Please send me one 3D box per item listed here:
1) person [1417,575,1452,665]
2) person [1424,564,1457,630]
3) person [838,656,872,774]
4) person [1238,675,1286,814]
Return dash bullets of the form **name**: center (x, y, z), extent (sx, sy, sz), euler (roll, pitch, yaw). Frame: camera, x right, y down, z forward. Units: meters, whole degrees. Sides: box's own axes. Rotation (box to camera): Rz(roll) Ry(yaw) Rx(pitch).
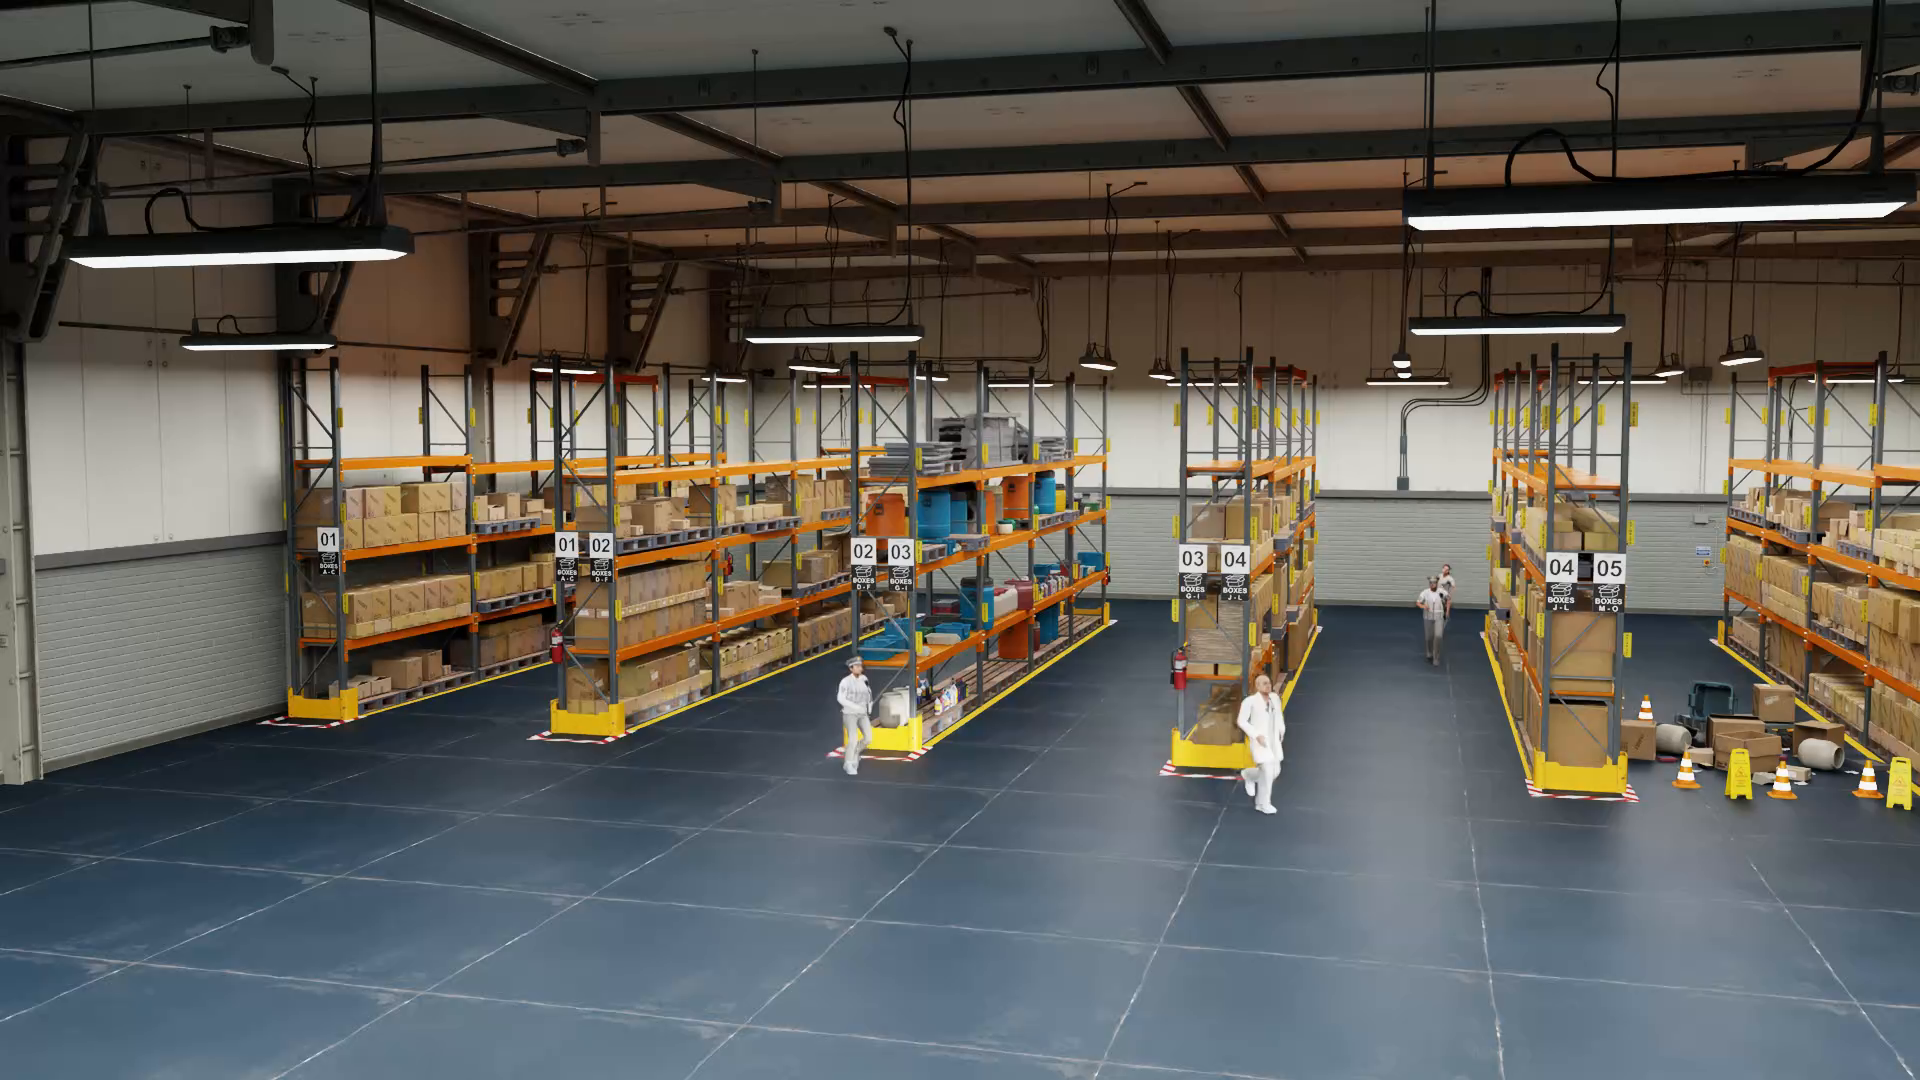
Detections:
- **person**: center (9.688, 1.639, 34.021), extent (0.663, 1.841, 0.788), euler (2, 4, 21)
- **person**: center (11.296, 1.350, 38.822), extent (0.681, 1.595, 0.614), euler (-3, 5, -33)
- **person**: center (-1.416, 2.459, 23.398), extent (0.652, 1.669, 0.546), euler (-3, 5, -38)
- **person**: center (3.819, 2.671, 21.212), extent (0.717, 1.559, 0.722), euler (-2, 5, -28)
